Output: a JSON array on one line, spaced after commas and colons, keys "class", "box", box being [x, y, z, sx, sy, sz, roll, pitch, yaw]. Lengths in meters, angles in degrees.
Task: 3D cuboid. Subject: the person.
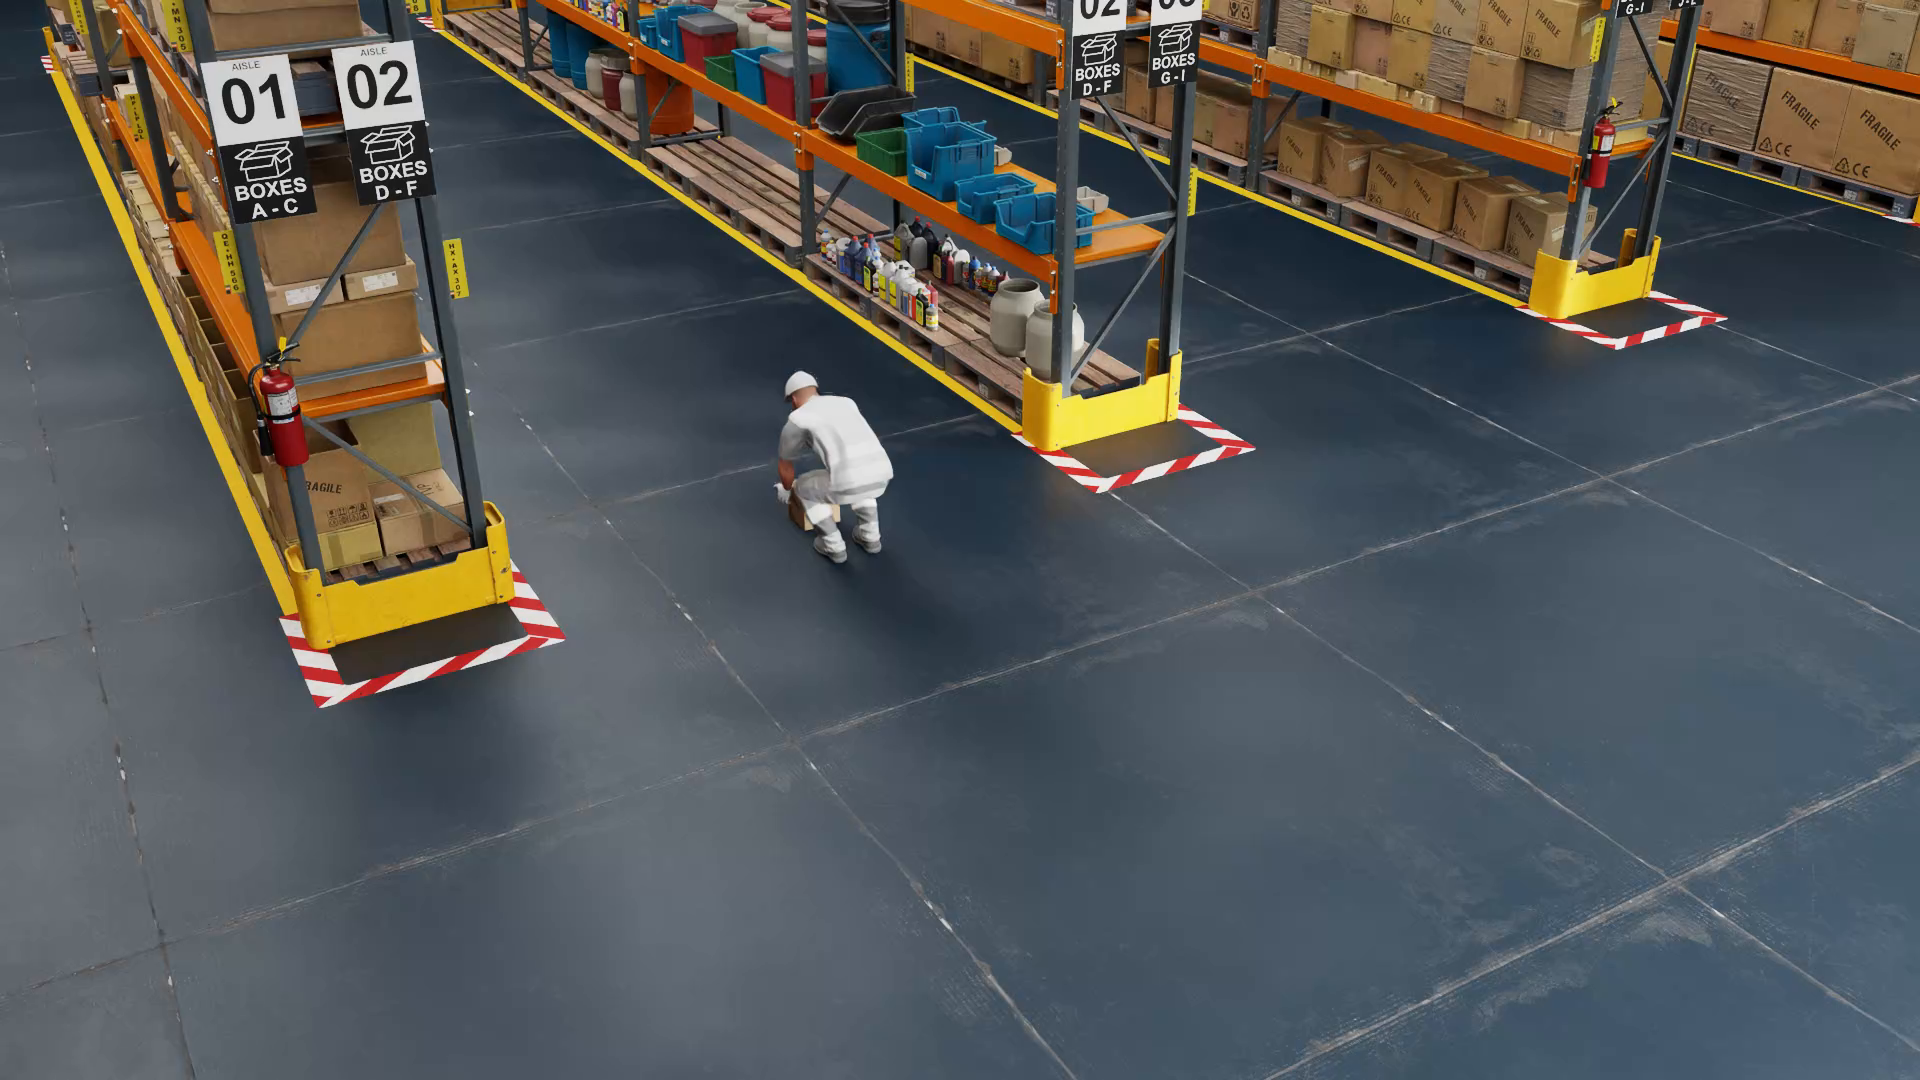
[{"class": "person", "box": [-0.779, -0.436, 10.120, 0.577, 1.040, 0.862, -16, 32, -26]}]
